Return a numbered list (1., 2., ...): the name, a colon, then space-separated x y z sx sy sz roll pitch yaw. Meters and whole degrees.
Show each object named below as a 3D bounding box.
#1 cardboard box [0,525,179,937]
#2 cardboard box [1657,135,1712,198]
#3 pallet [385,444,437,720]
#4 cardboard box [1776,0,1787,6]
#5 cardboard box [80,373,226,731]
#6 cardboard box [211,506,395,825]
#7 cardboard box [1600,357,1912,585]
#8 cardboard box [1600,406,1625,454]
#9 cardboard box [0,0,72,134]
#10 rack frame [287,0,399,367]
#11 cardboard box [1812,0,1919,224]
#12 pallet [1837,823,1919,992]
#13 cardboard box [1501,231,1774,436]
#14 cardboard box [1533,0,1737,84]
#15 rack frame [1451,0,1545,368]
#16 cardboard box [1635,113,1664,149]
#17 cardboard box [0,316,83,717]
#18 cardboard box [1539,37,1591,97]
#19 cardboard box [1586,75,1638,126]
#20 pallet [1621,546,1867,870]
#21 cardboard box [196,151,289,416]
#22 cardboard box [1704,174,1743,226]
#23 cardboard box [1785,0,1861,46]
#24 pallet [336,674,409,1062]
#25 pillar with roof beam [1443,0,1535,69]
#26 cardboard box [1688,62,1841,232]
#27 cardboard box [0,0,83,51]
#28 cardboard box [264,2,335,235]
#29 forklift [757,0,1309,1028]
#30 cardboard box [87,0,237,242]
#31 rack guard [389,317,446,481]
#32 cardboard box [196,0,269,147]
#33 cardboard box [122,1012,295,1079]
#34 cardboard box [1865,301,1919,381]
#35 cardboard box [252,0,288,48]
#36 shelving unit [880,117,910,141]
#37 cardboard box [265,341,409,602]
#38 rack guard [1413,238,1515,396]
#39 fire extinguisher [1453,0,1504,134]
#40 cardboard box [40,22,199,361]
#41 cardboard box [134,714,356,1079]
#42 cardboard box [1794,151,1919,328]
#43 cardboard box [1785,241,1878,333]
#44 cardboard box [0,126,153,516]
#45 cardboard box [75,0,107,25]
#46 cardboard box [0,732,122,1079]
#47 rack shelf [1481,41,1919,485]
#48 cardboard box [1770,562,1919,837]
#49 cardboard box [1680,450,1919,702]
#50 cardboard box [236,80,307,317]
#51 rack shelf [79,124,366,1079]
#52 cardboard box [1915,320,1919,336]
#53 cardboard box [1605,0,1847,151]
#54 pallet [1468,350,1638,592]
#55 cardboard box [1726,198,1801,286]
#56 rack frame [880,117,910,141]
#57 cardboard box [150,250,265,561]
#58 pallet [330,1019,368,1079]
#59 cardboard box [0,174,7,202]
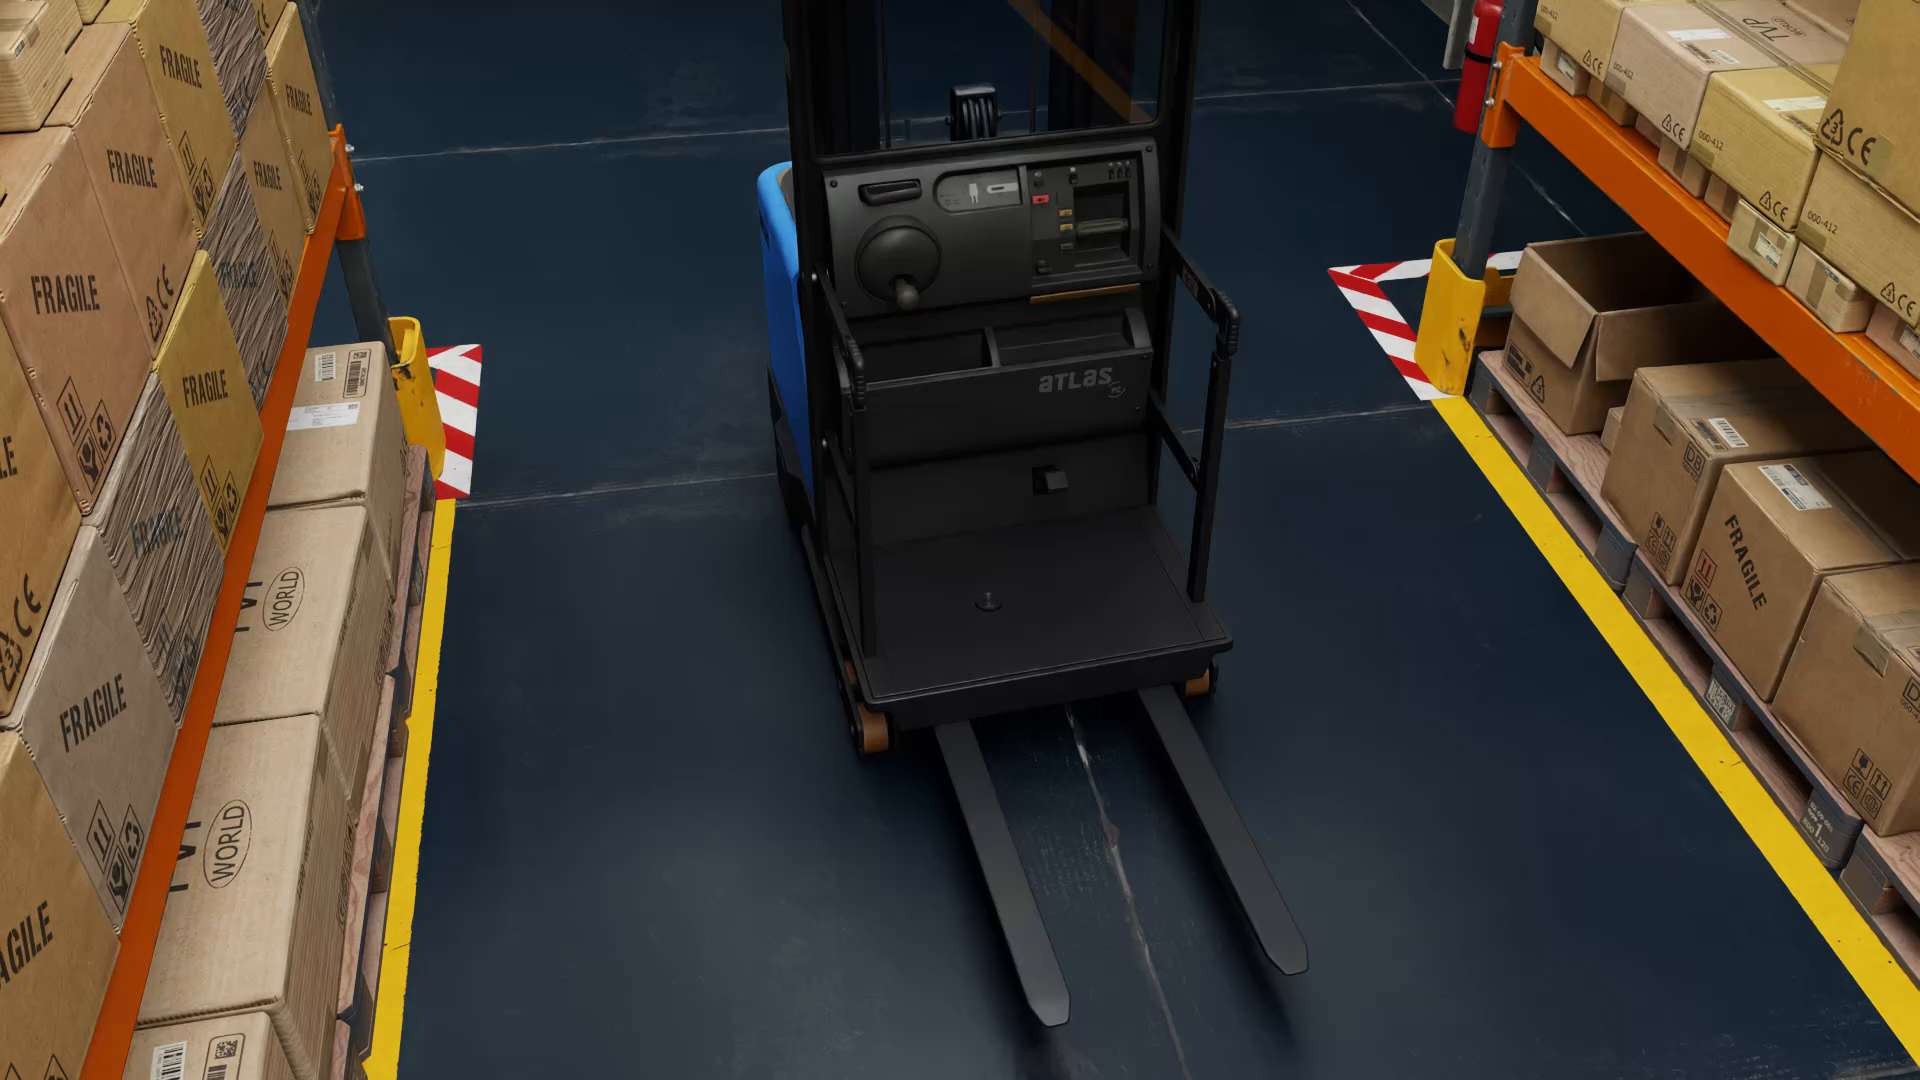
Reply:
1. cardboard box: -1.686 0.345 2.780 0.500 0.500 0.500 -6 38 -8
2. cardboard box: 2.349 -1.162 5.005 0.380 0.149 0.250 -5 38 -7
3. pallet: -2.262 0.160 5.372 1.003 0.211 1.213 -6 38 -8
4. cardboard box: 2.749 -1.761 5.452 0.500 0.250 0.500 -5 38 -7
5. cardboard box: -1.767 0.044 3.167 0.500 0.500 0.500 -6 38 -8
6. cardboard box: -2.096 0.370 4.575 0.875 0.438 0.875 -5 38 -7
7. cardboard box: 2.533 -0.231 5.297 0.700 0.500 0.500 -5 38 -6
8. cardboard box: 2.458 -0.352 5.739 0.380 0.149 0.250 -8 38 -10
9. cardboard box: -1.826 -0.831 2.949 0.380 0.149 0.250 -6 38 -8
10. rack frame: -2.479 -1.416 5.128 1.000 3.000 0.127 -6 38 -8
11. cardboard box: 2.485 -1.097 3.986 0.500 0.500 0.500 -5 38 -7
12. pallet: 2.989 1.150 4.097 1.003 0.211 1.213 -6 38 -8
13. cardboard box: 2.421 -0.752 5.966 0.797 0.503 0.637 -8 38 -10
14. cardboard box: 2.222 -1.707 5.382 0.500 0.250 0.500 -6 38 -8
15. rack frame: 2.407 -1.952 5.818 1.000 3.000 0.127 -6 38 -8
16. cardboard box: 2.365 -1.321 5.210 0.380 0.149 0.250 -7 38 -9
17. cardboard box: -1.705 -0.054 2.478 0.500 0.500 0.500 -7 38 -9
18. cardboard box: 2.195 -1.625 5.601 0.380 0.149 0.250 -7 38 -8
19. cardboard box: 2.285 -1.476 5.410 0.380 0.149 0.250 -5 38 -7
20. pallet: 2.772 0.412 5.048 1.003 0.211 1.213 -6 38 -8
21. cardboard box: -1.961 -0.578 3.968 0.500 0.500 0.500 -5 38 -7
22. cardboard box: 2.402 -1.002 4.800 0.380 0.149 0.250 -6 38 -7
23. cardboard box: 2.839 -1.449 5.050 0.500 0.250 0.500 -6 38 -8
24. pallet: -2.051 0.895 4.426 1.003 0.211 1.213 -6 38 -8
25. pillar with roof beam: -1.416 -5.584 5.602 9.100 9.000 0.400 -6 38 -8
26. cardboard box: 2.402 -1.097 4.597 0.500 0.250 0.500 -7 38 -9
27. cardboard box: -1.913 -0.986 3.149 0.380 0.149 0.250 -5 38 -6
28. cardboard box: -2.134 -1.193 4.759 0.500 0.500 0.500 -6 38 -8
29. forklift: 0.153 -0.786 4.373 1.130 2.935 3.031 -9 39 -11
30. cardboard box: -1.956 -0.973 3.661 0.500 0.500 0.500 -6 38 -8
31. rack guard: -2.483 -0.443 5.913 1.175 0.500 0.348 -6 38 -8
32. cardboard box: -2.039 -1.272 4.046 0.500 0.500 0.500 -6 38 -8
33. cardboard box: -1.782 1.455 3.178 0.875 0.438 0.875 -7 38 -9
34. cardboard box: 2.551 -0.536 4.200 0.380 0.149 0.250 -6 38 -8
35. cardboard box: -2.160 -1.585 4.448 0.500 0.500 0.500 -5 38 -6
36. shelving unit: -0.250 -1.021 6.209 0.215 1.050 0.252 -9 39 -11
37. cardboard box: -2.265 -0.182 5.285 0.875 0.438 0.875 -7 38 -9
38. rack guard: 2.421 -0.919 6.525 1.175 0.500 0.348 -6 38 -8
39. fire extinguisher: 1.927 -1.813 6.006 0.296 0.674 0.183 -6 38 -8
40. cardboard box: -1.869 -0.669 3.270 0.500 0.500 0.500 -6 38 -8
41. cardboard box: -1.939 0.915 3.874 0.875 0.438 0.875 -7 38 -9
42. cardboard box: 2.513 -0.790 4.202 0.500 0.250 0.500 -7 38 -9
43. cardboard box: 2.438 -0.684 4.391 0.380 0.149 0.250 -5 38 -7
44. cardboard box: -1.784 -0.364 2.877 0.500 0.500 0.500 -6 38 -7
45. cardboard box: -1.941 -1.146 3.355 0.380 0.149 0.250 -5 38 -7
46. cardboard box: -1.602 0.649 2.388 0.500 0.500 0.500 -5 38 -6
47. rack shelf: 2.758 -0.460 4.483 1.077 0.370 4.000 -6 38 -8
48. cardboard box: 2.715 0.396 4.490 0.700 0.500 0.500 -8 38 -10
49. cardboard box: 2.527 0.099 4.872 0.500 0.500 0.500 -6 38 -7
50. cardboard box: -2.060 -0.888 4.366 0.500 0.500 0.500 -7 38 -9
51. rack shelf: -2.128 0.076 3.793 1.077 0.370 4.000 -6 38 -8
52. cardboard box: 2.602 -0.479 3.802 0.500 0.250 0.500 -6 38 -8
53. cardboard box: 2.310 -1.403 4.990 0.500 0.250 0.500 -6 38 -7
54. pallet: 2.561 -0.323 5.994 1.003 0.211 1.213 -6 38 -8
55. cardboard box: 2.372 -0.841 4.593 0.380 0.149 0.250 -7 38 -9
56. rack frame: -0.280 -1.094 6.302 0.200 1.050 0.008 -9 39 -11
57. cardboard box: -1.857 -0.268 3.568 0.500 0.500 0.500 -5 38 -7
58. pallet: -1.834 1.634 3.475 1.003 0.211 1.213 -6 38 -8
59. cardboard box: -1.726 -0.532 2.565 0.380 0.149 0.250 -7 38 -9
